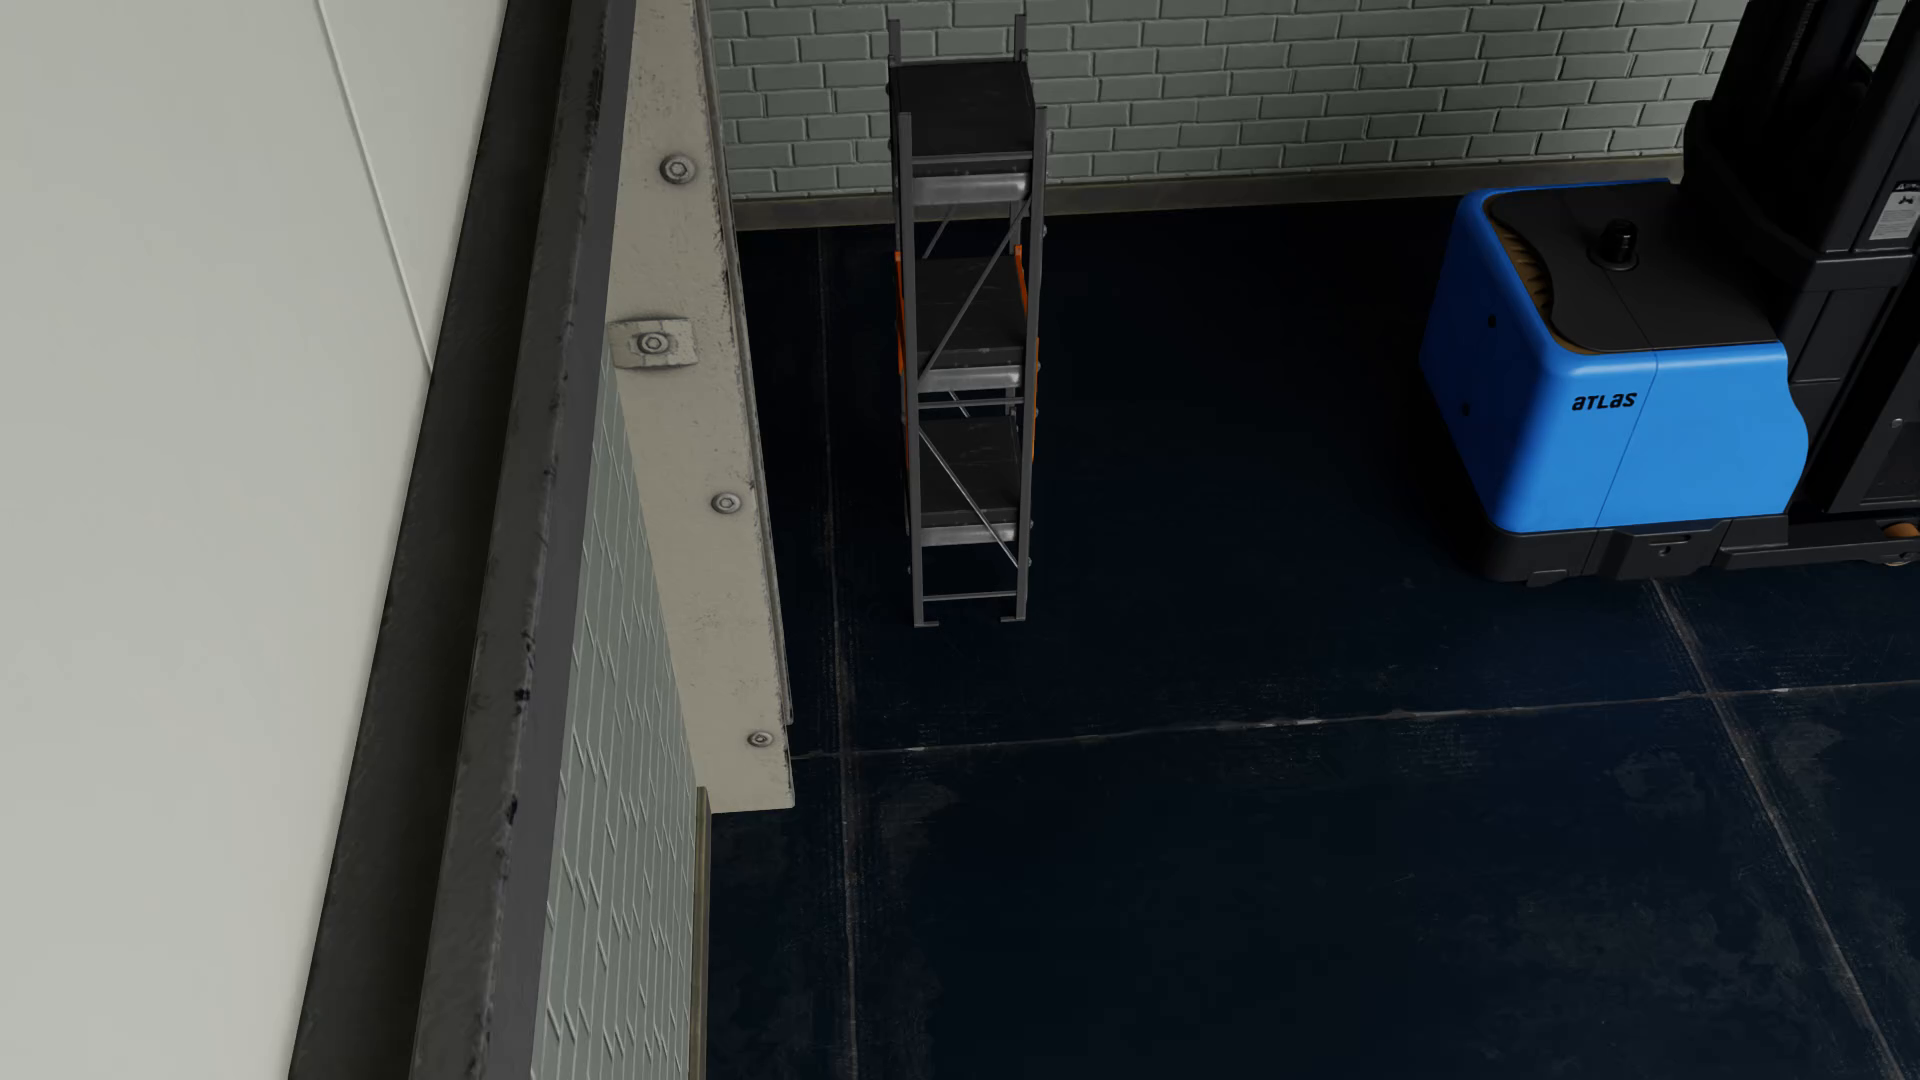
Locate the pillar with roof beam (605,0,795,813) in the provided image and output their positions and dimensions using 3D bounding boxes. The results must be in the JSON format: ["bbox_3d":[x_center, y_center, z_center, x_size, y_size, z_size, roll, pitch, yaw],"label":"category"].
[{"bbox_3d":[3.580,-2.618,2.532,9.100,9.000,0.400,-3,47,-3],"label":"pillar with roof beam"}]

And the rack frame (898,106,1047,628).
[{"bbox_3d":[0.034,-0.426,5.207,0.400,2.100,0.015,-3,47,-3],"label":"rack frame"}]

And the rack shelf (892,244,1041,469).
[{"bbox_3d":[0.014,-0.593,5.384,0.431,0.518,0.480,-3,47,-3],"label":"rack shelf"}]

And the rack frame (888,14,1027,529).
[{"bbox_3d":[-0.007,-0.779,5.541,0.400,2.100,0.015,-3,47,-3],"label":"rack frame"}]

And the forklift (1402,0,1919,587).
[{"bbox_3d":[3.321,-1.292,5.455,3.031,2.935,1.130,-4,47,-4],"label":"forklift"}]

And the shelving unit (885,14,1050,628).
[{"bbox_3d":[0.014,-0.602,5.374,0.431,2.100,0.503,-3,47,-3],"label":"shelving unit"}]

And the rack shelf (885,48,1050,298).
[{"bbox_3d":[0.014,-1.074,4.876,0.431,0.518,0.480,-3,47,-3],"label":"rack shelf"}]

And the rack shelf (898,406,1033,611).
[{"bbox_3d":[0.014,-0.112,5.892,0.431,0.518,0.480,-3,47,-3],"label":"rack shelf"}]
